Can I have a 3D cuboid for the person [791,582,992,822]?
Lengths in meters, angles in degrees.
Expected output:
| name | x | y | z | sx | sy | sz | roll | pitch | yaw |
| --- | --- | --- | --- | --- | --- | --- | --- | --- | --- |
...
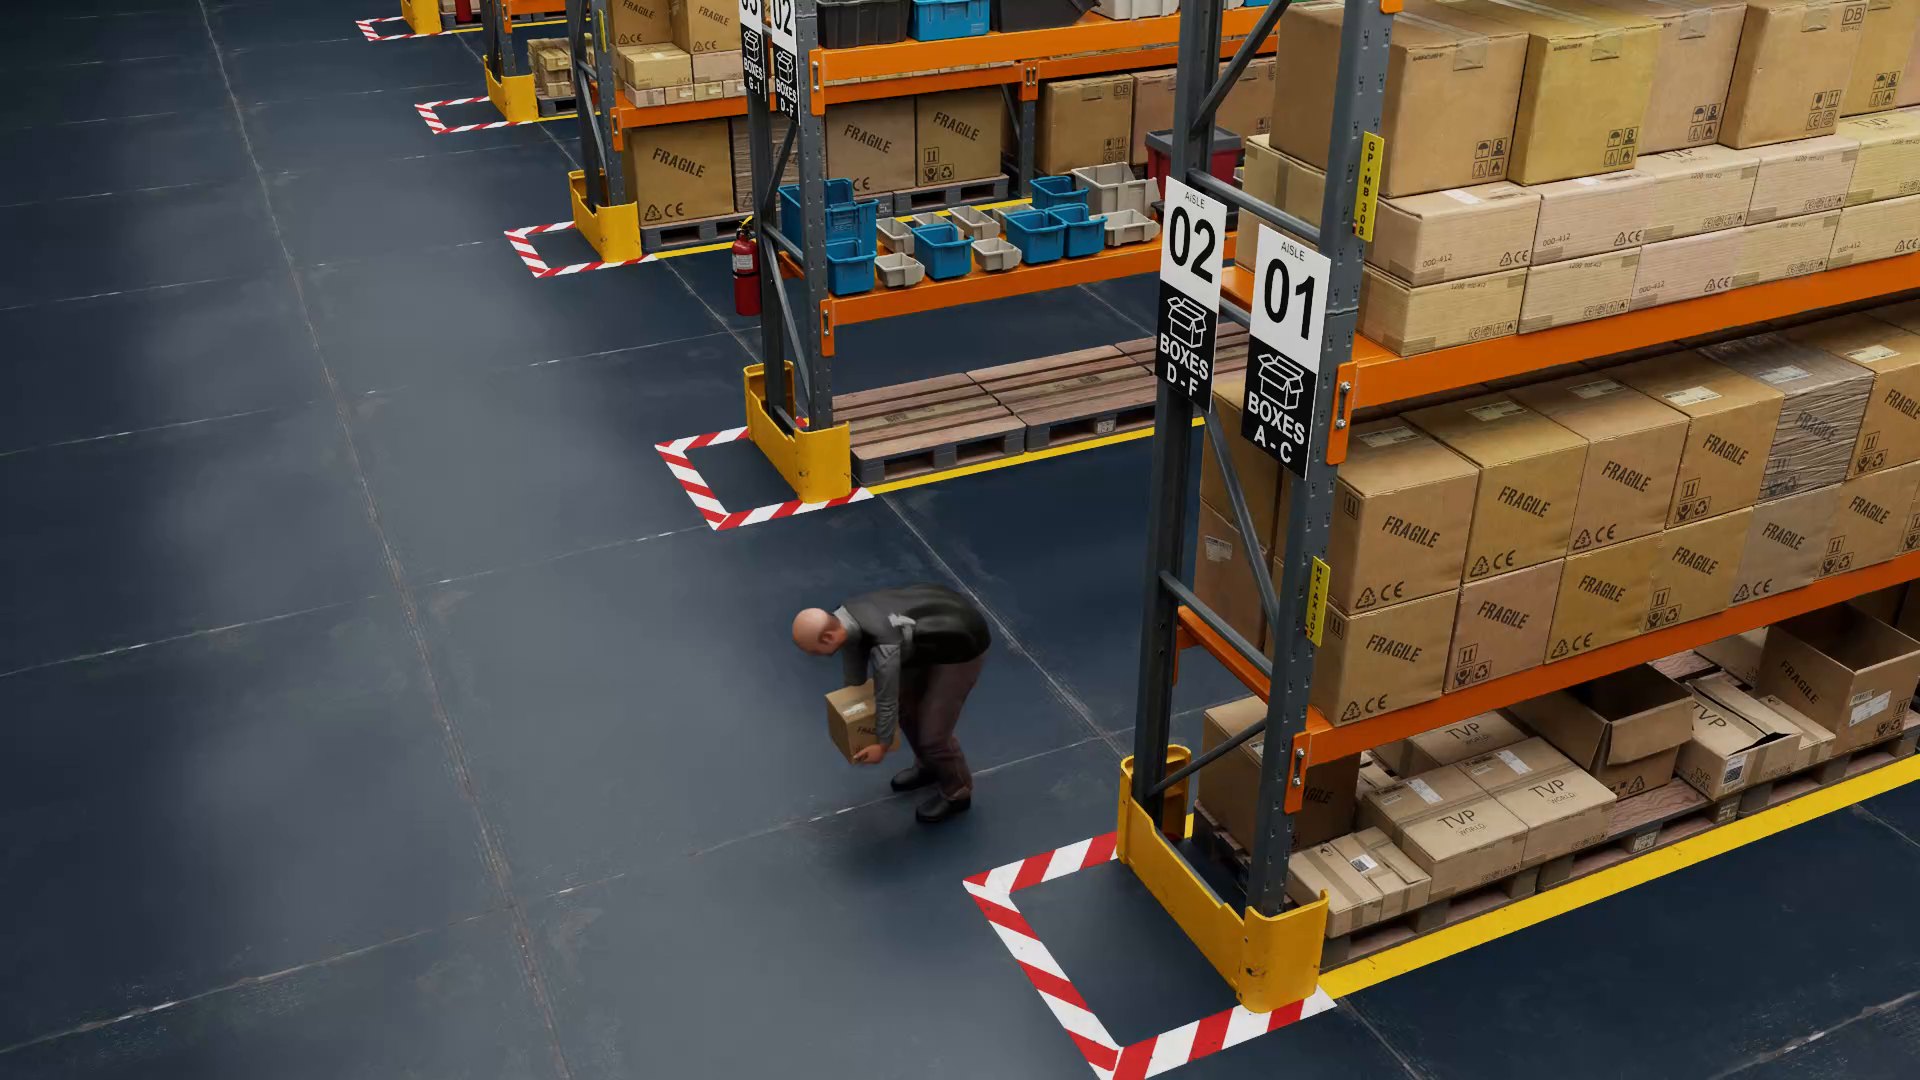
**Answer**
| name | x | y | z | sx | sy | sz | roll | pitch | yaw |
| --- | --- | --- | --- | --- | --- | --- | --- | --- | --- |
| person | -0.317 | 0.753 | 7.651 | 0.934 | 1.220 | 0.457 | -15 | 33 | -25 |
